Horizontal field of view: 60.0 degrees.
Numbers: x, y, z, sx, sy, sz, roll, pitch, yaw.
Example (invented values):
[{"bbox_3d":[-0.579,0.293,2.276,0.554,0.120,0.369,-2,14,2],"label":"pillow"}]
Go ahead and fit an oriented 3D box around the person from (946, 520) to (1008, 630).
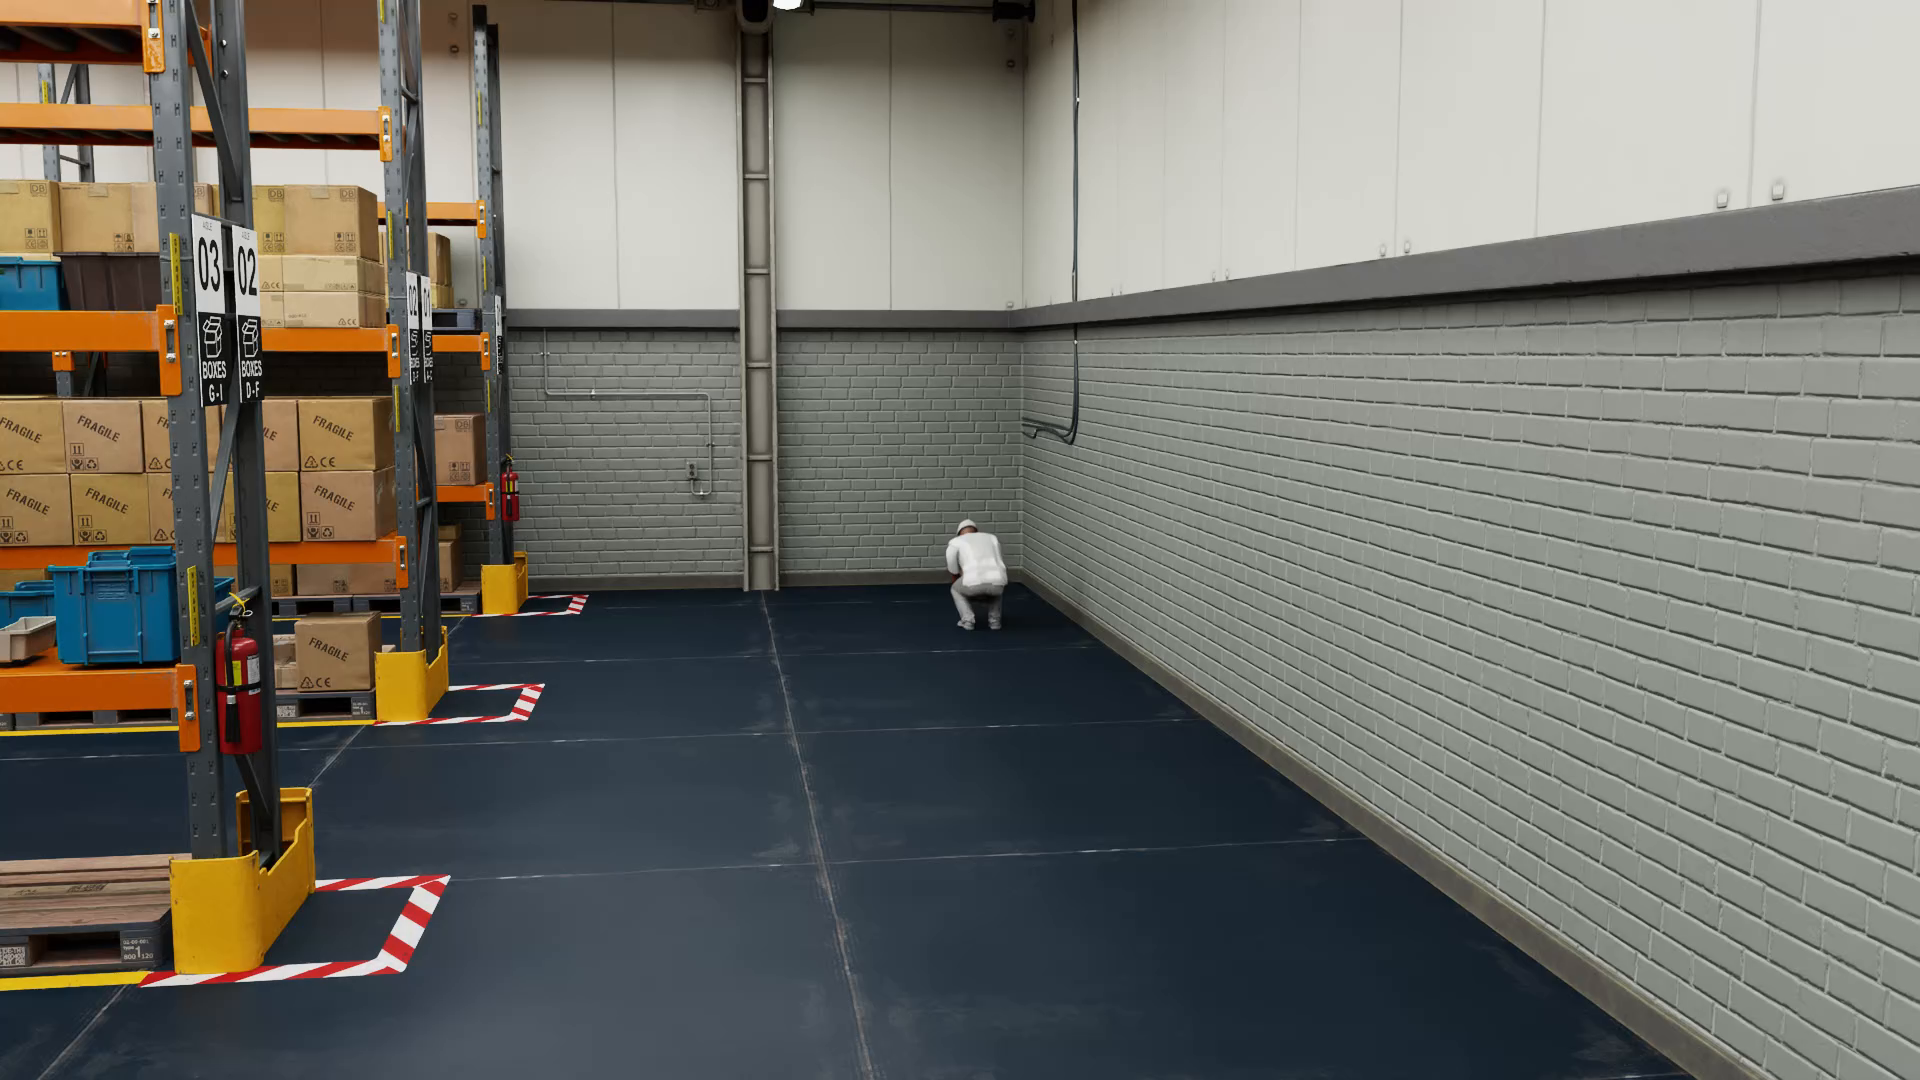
[{"bbox_3d":[0.147,0.333,16.080,0.544,1.008,0.908,-1,7,-10],"label":"person"}]
